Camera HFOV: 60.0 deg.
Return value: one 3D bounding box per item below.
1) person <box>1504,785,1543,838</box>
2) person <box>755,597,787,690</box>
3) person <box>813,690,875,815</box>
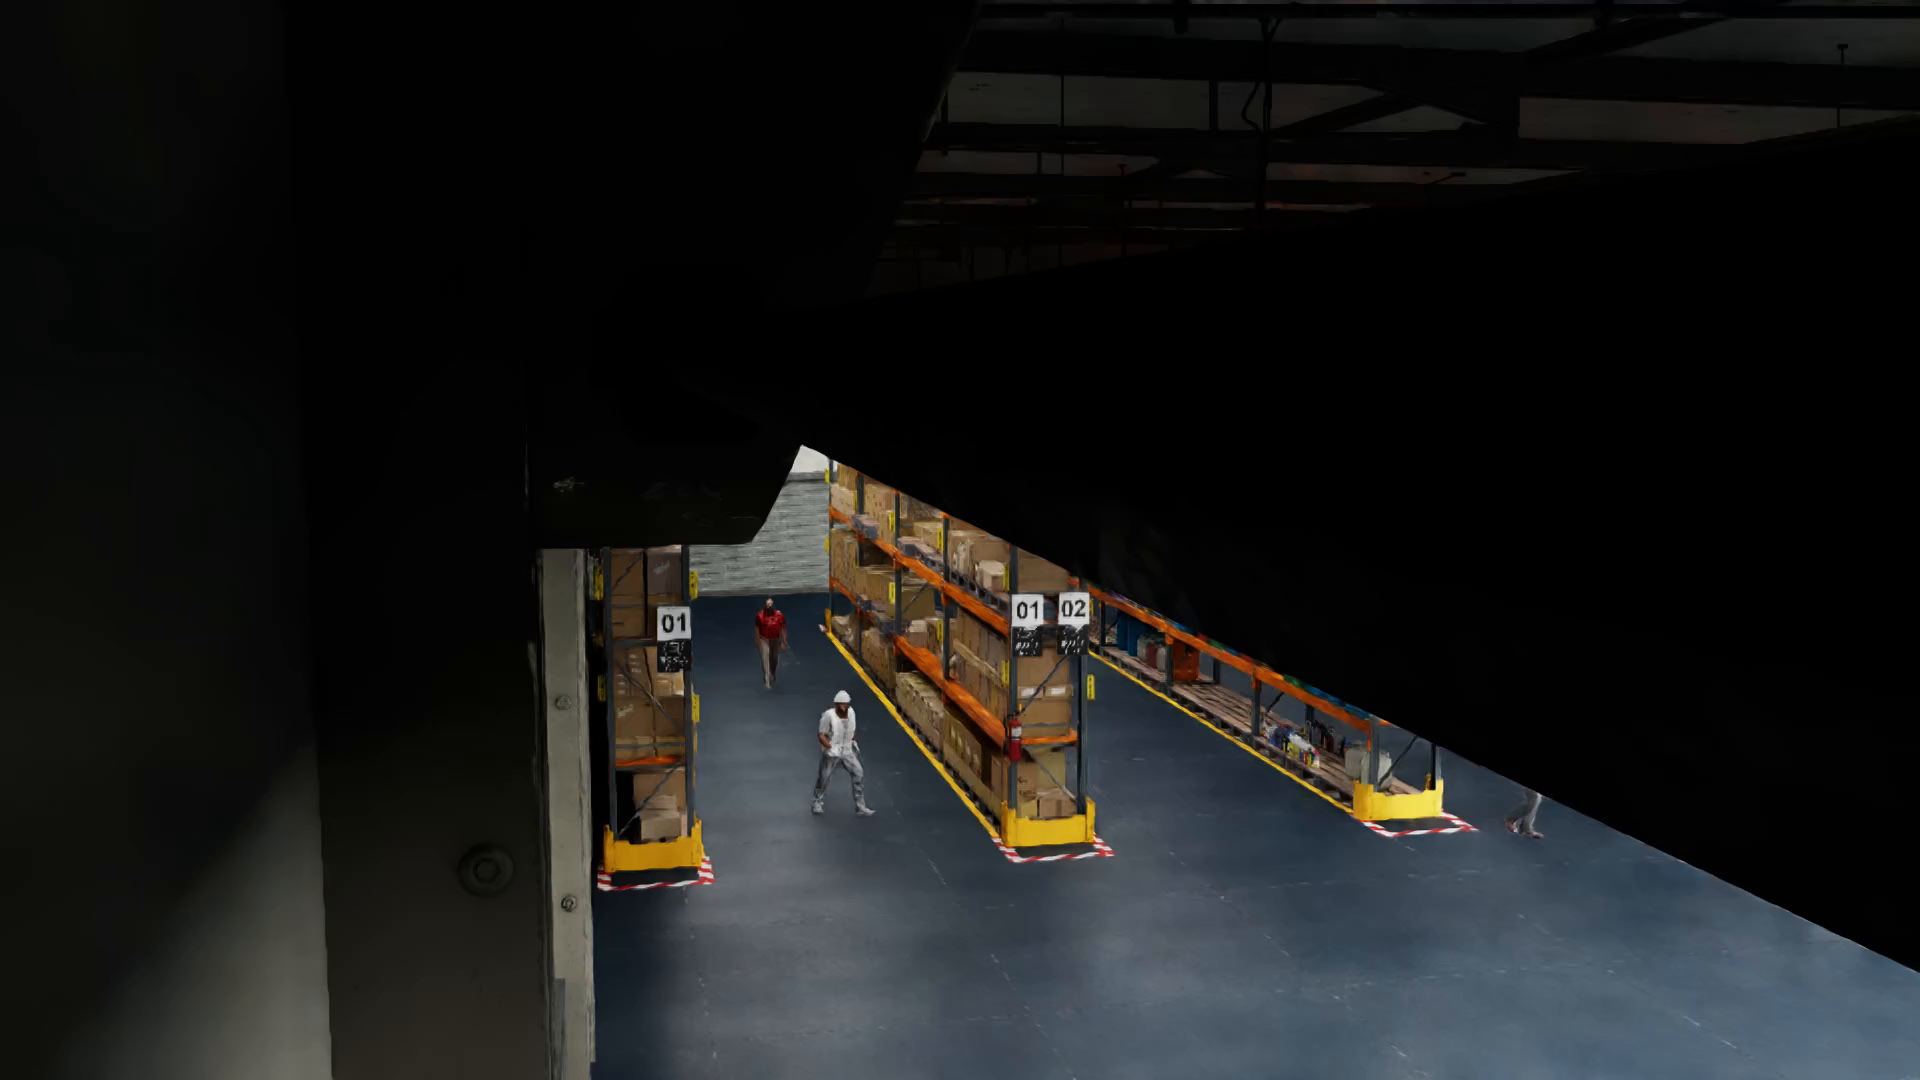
[{"bbox_3d":[7.292,2.990,21.345,0.510,1.651,0.526,6,9,40],"label":"person"},{"bbox_3d":[-3.471,1.872,30.569,0.554,1.669,1.040,-2,7,-14],"label":"person"},{"bbox_3d":[-1.617,2.831,22.254,0.704,1.711,0.835,-4,8,-30],"label":"person"}]
